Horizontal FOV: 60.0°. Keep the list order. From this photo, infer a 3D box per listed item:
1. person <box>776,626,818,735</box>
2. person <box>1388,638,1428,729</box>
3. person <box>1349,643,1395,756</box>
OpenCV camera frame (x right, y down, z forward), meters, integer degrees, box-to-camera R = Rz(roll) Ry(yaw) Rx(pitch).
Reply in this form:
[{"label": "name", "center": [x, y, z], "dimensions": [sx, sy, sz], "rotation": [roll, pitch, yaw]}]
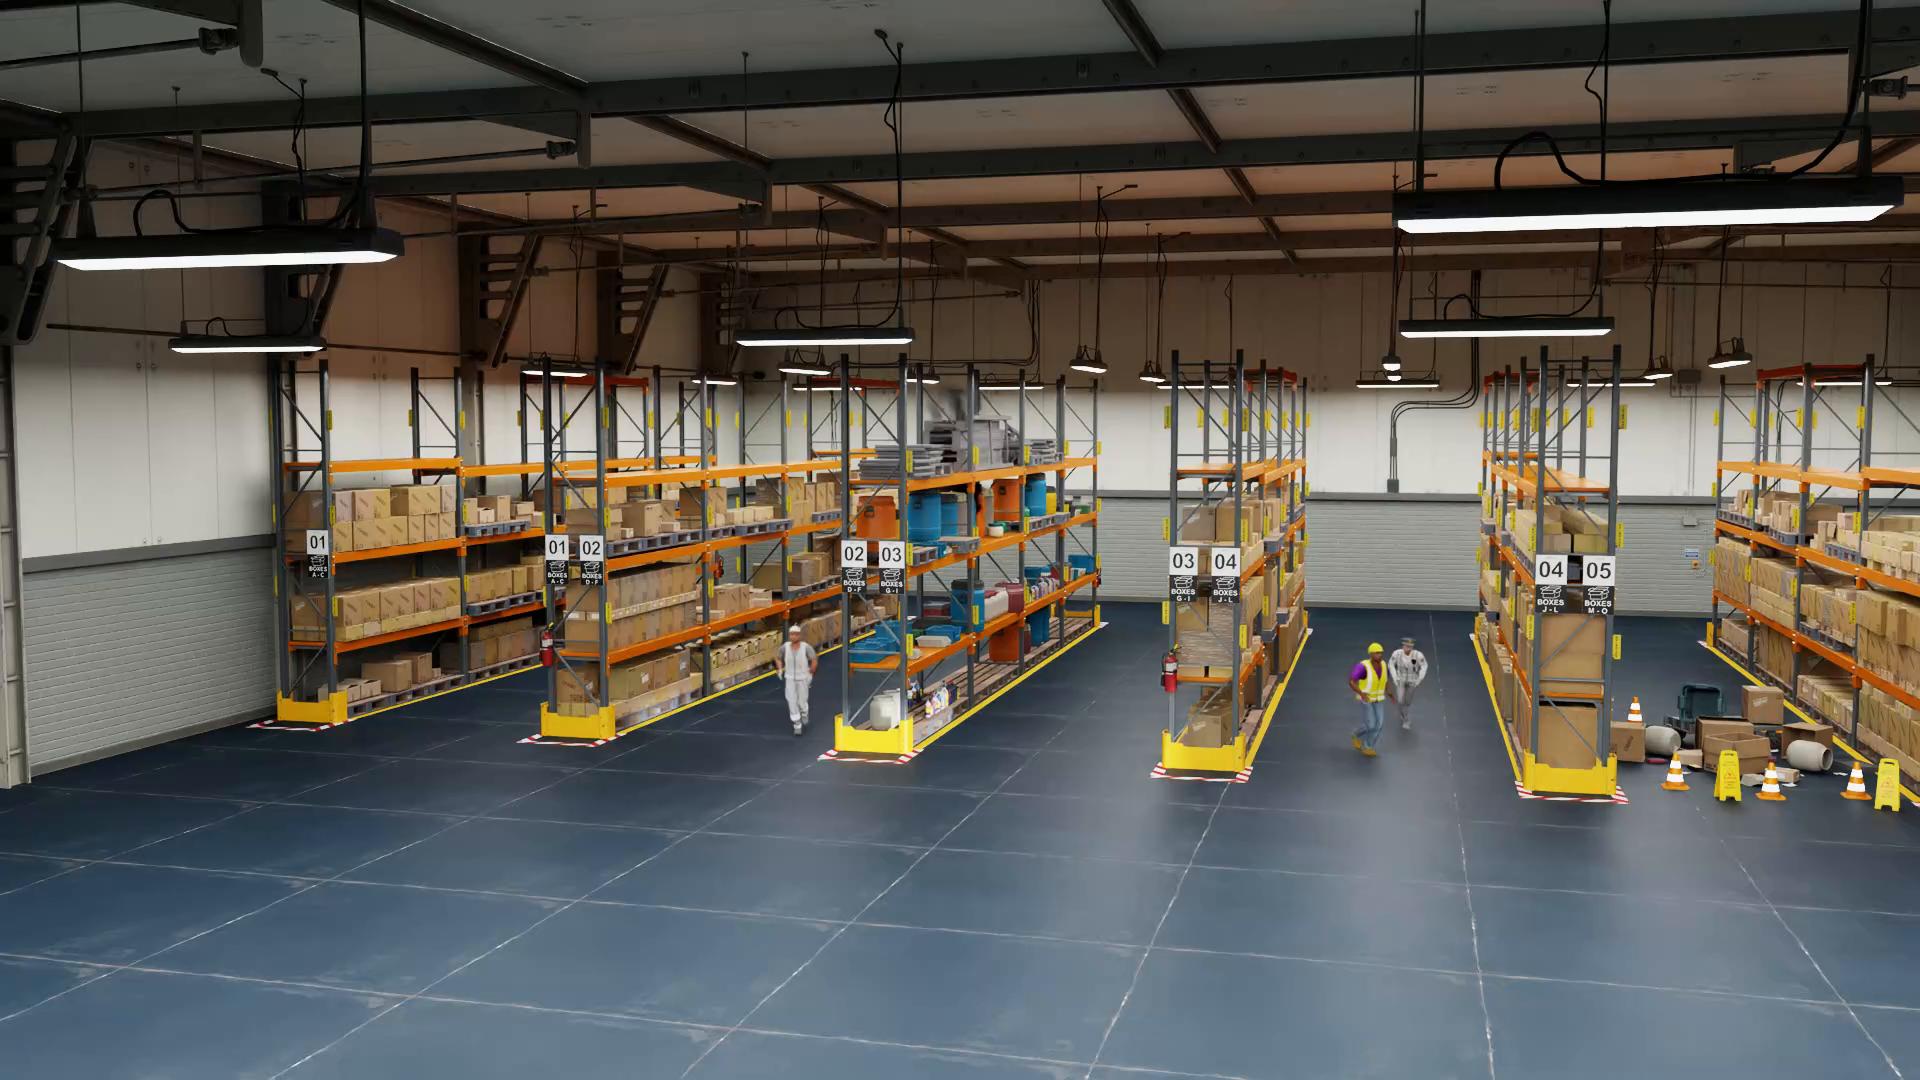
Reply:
[{"label": "person", "center": [-2.613, 2.222, 26.577], "dimensions": [0.671, 1.740, 0.632], "rotation": [0, 4, 4]}, {"label": "person", "center": [7.317, 2.314, 27.181], "dimensions": [0.632, 1.522, 0.925], "rotation": [1, 4, 14]}, {"label": "person", "center": [6.115, 2.375, 24.855], "dimensions": [0.695, 1.704, 0.605], "rotation": [-2, 4, -21]}]
